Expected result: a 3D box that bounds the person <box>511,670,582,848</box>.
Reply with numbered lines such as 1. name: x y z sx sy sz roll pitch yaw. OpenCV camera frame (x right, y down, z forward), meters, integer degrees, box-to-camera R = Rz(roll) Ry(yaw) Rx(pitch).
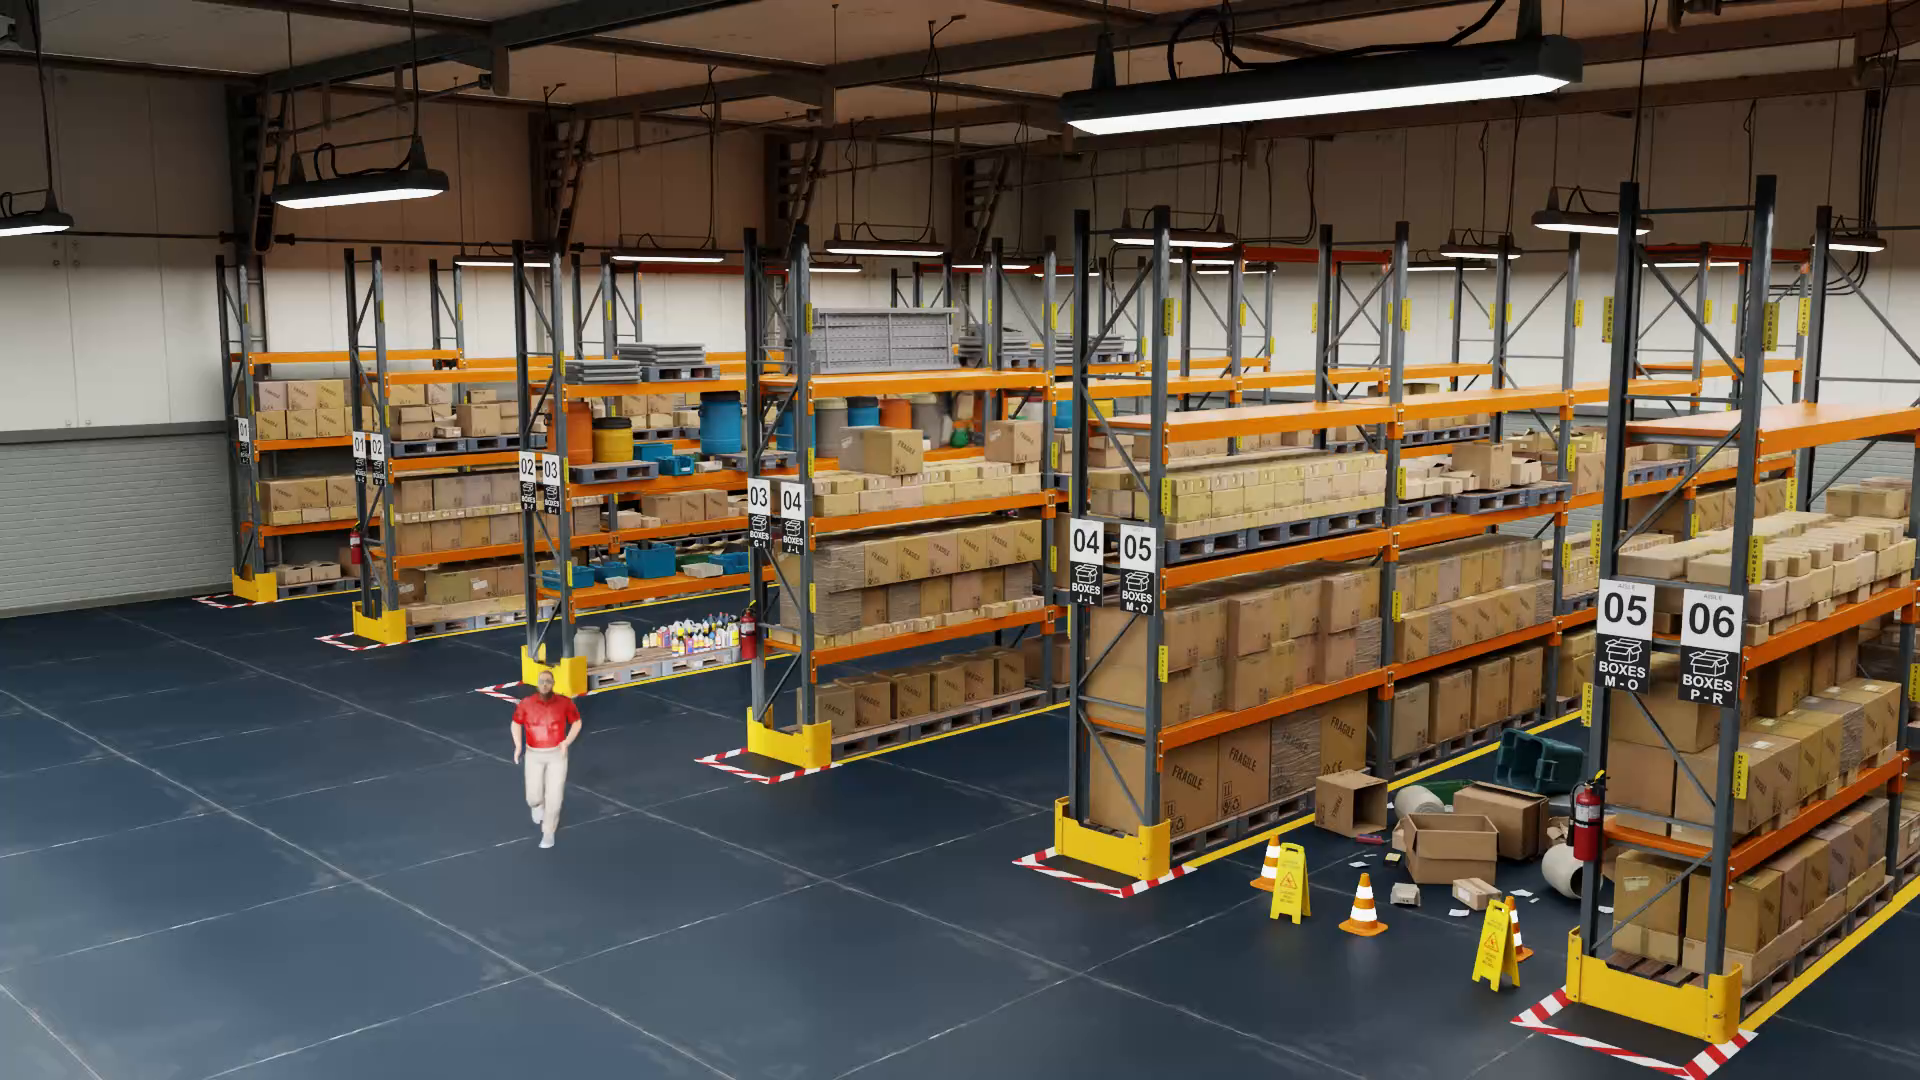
1. person: -3.984 2.084 16.060 0.669 1.689 0.611 -1 8 -10
